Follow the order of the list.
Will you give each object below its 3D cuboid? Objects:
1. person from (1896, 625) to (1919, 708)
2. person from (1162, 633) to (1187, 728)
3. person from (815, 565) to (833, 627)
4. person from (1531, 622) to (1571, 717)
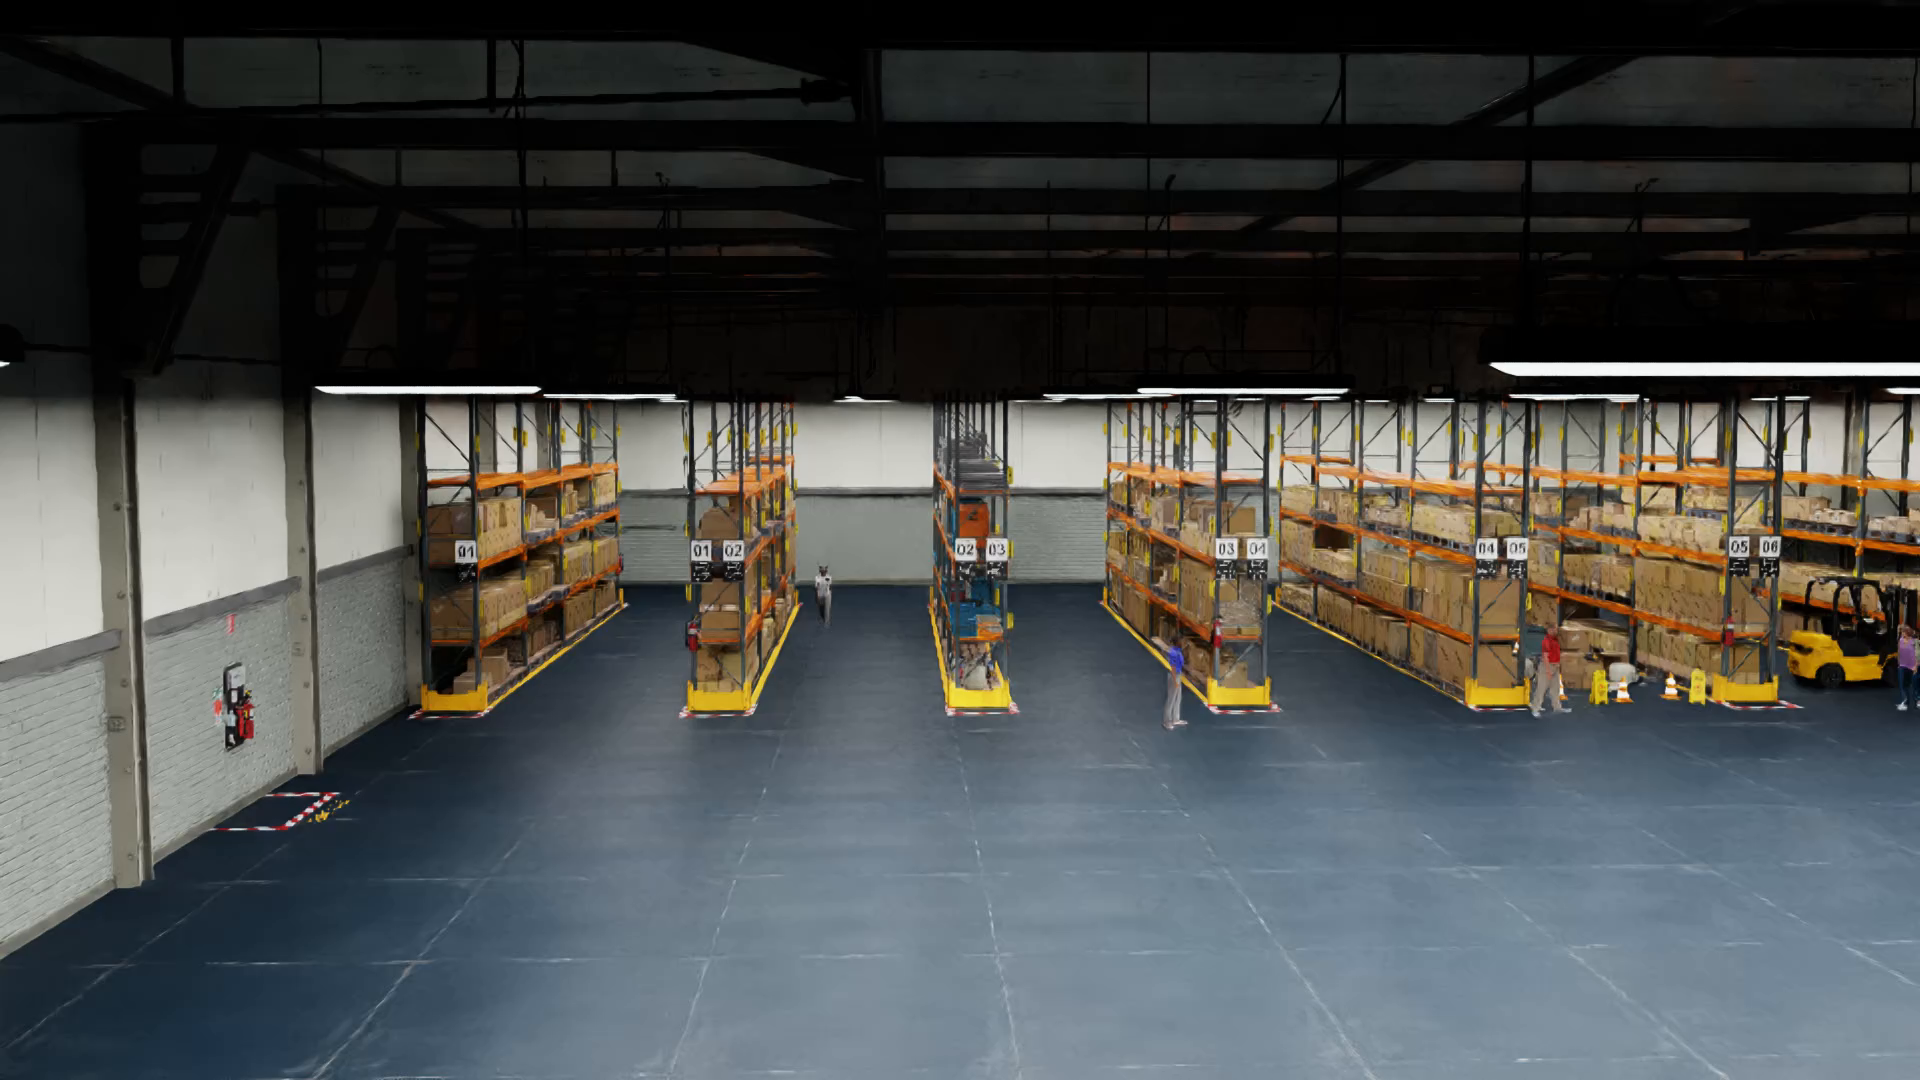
[{"bbox_3d":[17.915,2.376,31.350,0.551,1.577,0.453,-3,6,-33],"label":"person"},{"bbox_3d":[3.810,2.479,29.488,0.399,1.663,0.564,1,5,16],"label":"person"},{"bbox_3d":[-3.513,1.421,42.829,0.456,1.589,1.088,0,5,0],"label":"person"},{"bbox_3d":[10.855,2.363,30.552,0.585,1.719,0.772,3,6,35],"label":"person"}]
